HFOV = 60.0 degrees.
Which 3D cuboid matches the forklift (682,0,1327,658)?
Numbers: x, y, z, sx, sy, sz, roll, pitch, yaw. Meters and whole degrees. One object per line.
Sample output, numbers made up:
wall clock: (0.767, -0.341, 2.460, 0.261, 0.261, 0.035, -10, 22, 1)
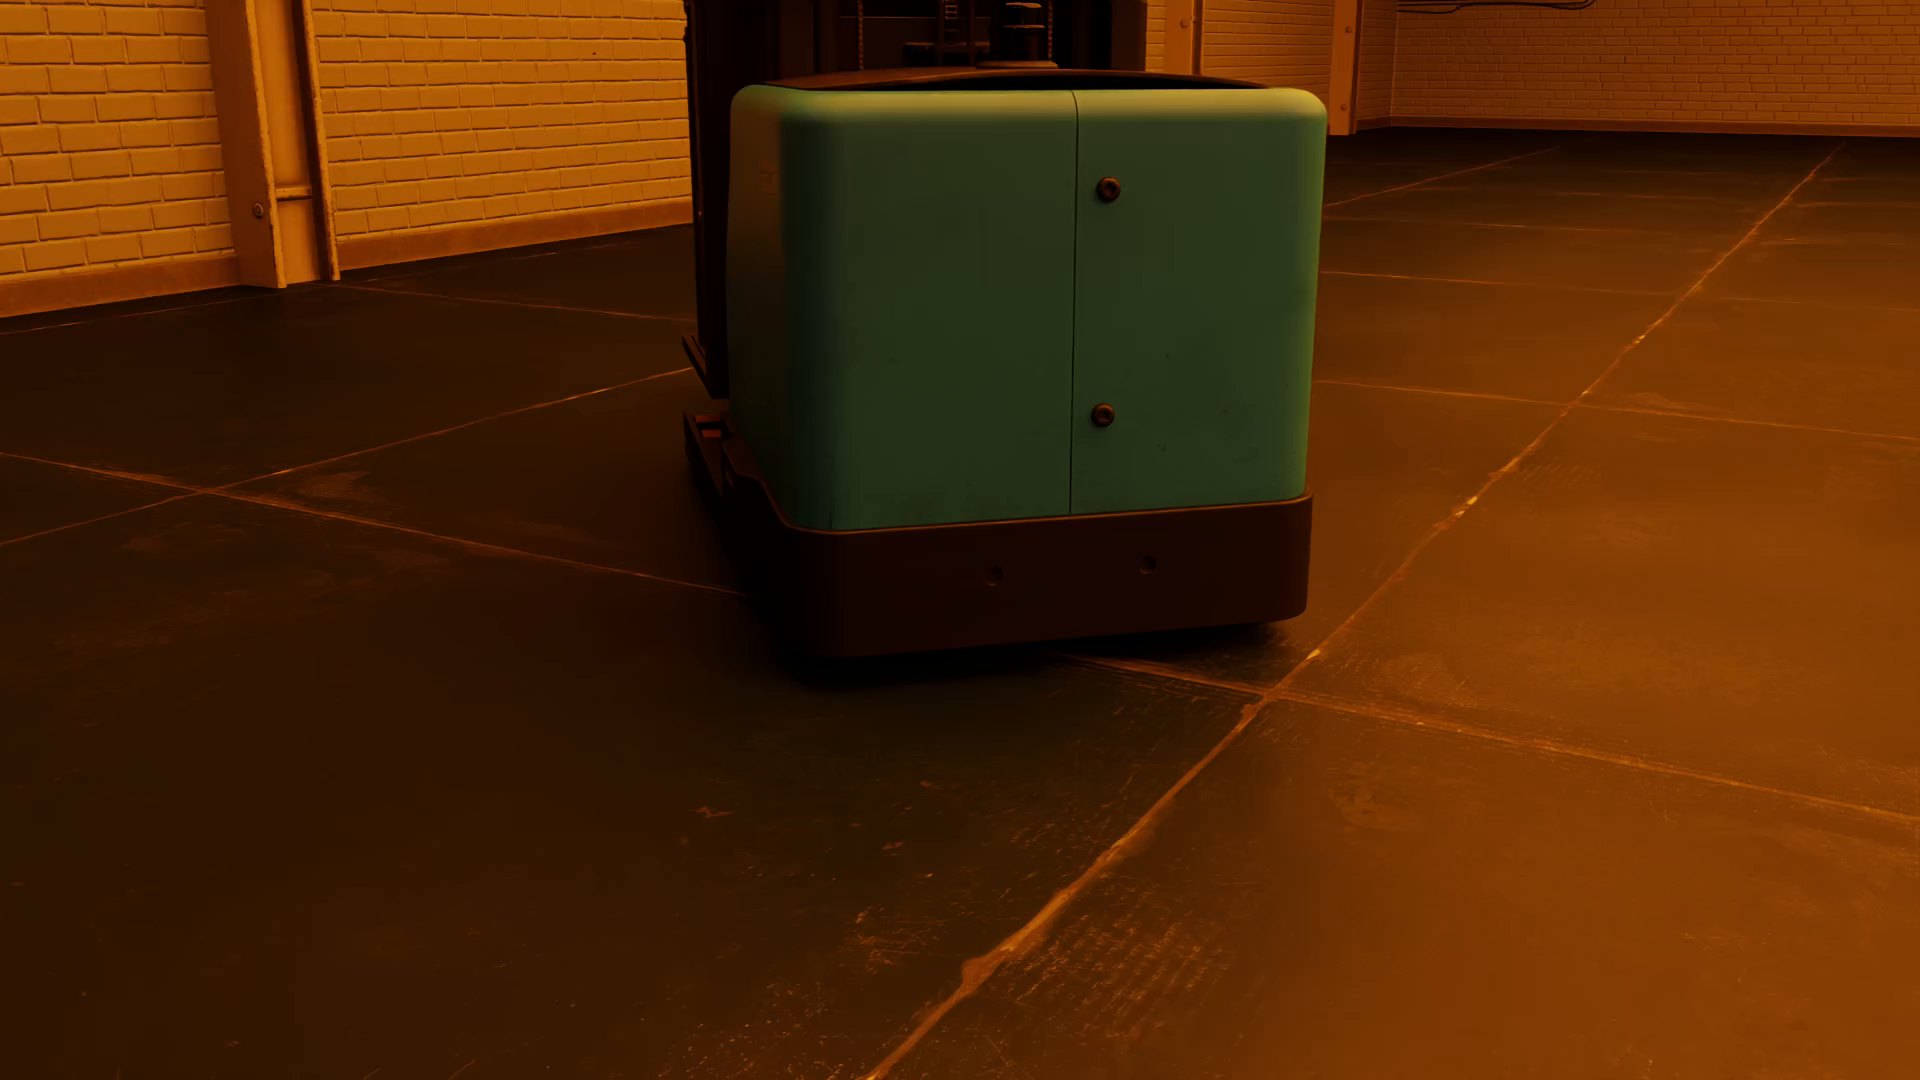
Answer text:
forklift: (-0.159, -1.564, 4.163, 1.130, 2.935, 3.031, -4, 17, -13)
